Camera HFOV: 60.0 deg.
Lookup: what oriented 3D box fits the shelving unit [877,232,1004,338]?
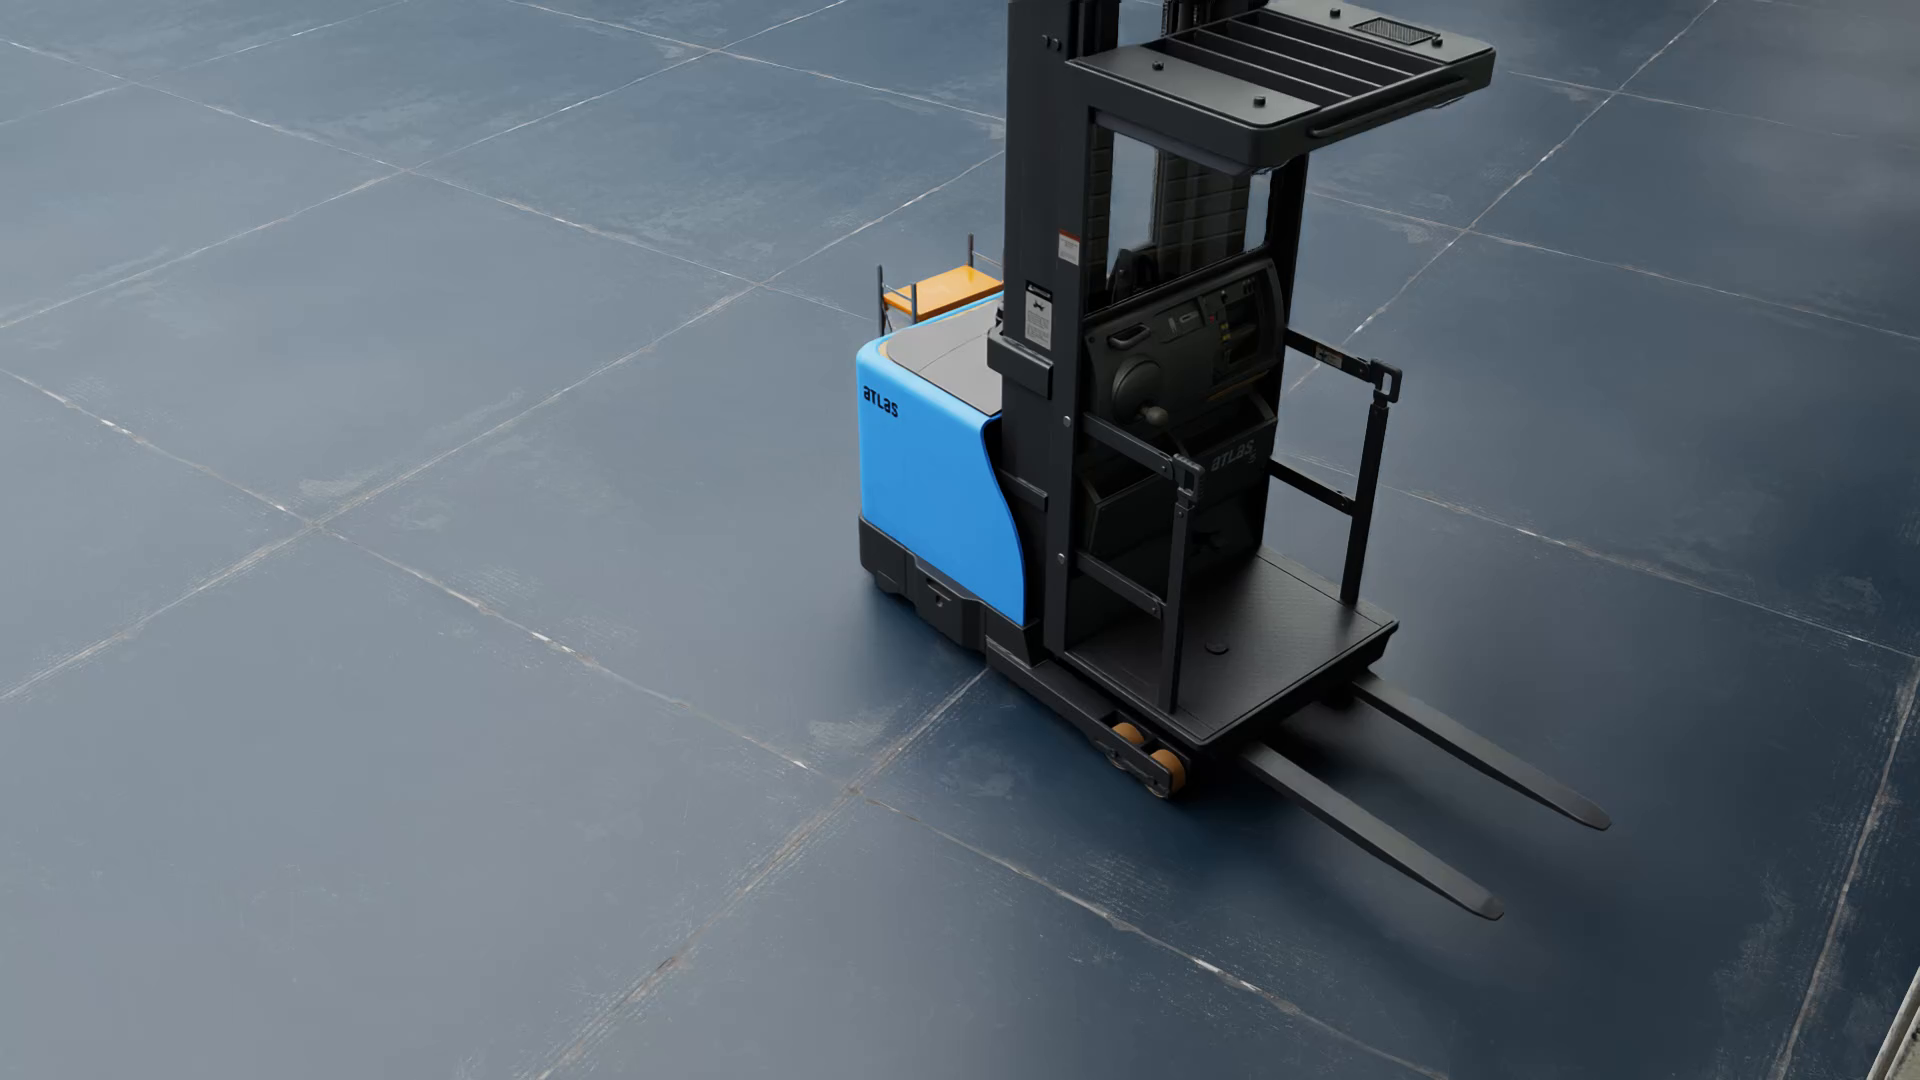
[{"bbox_3d":[-0.069,-0.661,7.155,0.503,1.200,0.258,-26,41,-33],"label":"shelving unit"}]

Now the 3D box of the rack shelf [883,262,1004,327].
[{"bbox_3d":[-0.070,-0.987,6.936,0.480,0.148,0.258,-26,41,-33],"label":"rack shelf"}]

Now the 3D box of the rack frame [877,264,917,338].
[{"bbox_3d":[-0.254,-0.572,7.024,0.015,1.200,0.240,-26,41,-33],"label":"rack frame"}]

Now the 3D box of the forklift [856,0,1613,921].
[{"bbox_3d":[0.918,-0.624,5.556,1.130,2.935,3.031,-26,42,-33],"label":"forklift"}]

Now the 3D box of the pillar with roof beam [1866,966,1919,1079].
[{"bbox_3d":[-1.189,-3.149,3.874,9.100,9.000,0.400,21,39,28],"label":"pillar with roof beam"}]

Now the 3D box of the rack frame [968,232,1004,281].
[{"bbox_3d":[0.117,-0.750,7.287,0.015,1.200,0.240,-26,41,-33],"label":"rack frame"}]
